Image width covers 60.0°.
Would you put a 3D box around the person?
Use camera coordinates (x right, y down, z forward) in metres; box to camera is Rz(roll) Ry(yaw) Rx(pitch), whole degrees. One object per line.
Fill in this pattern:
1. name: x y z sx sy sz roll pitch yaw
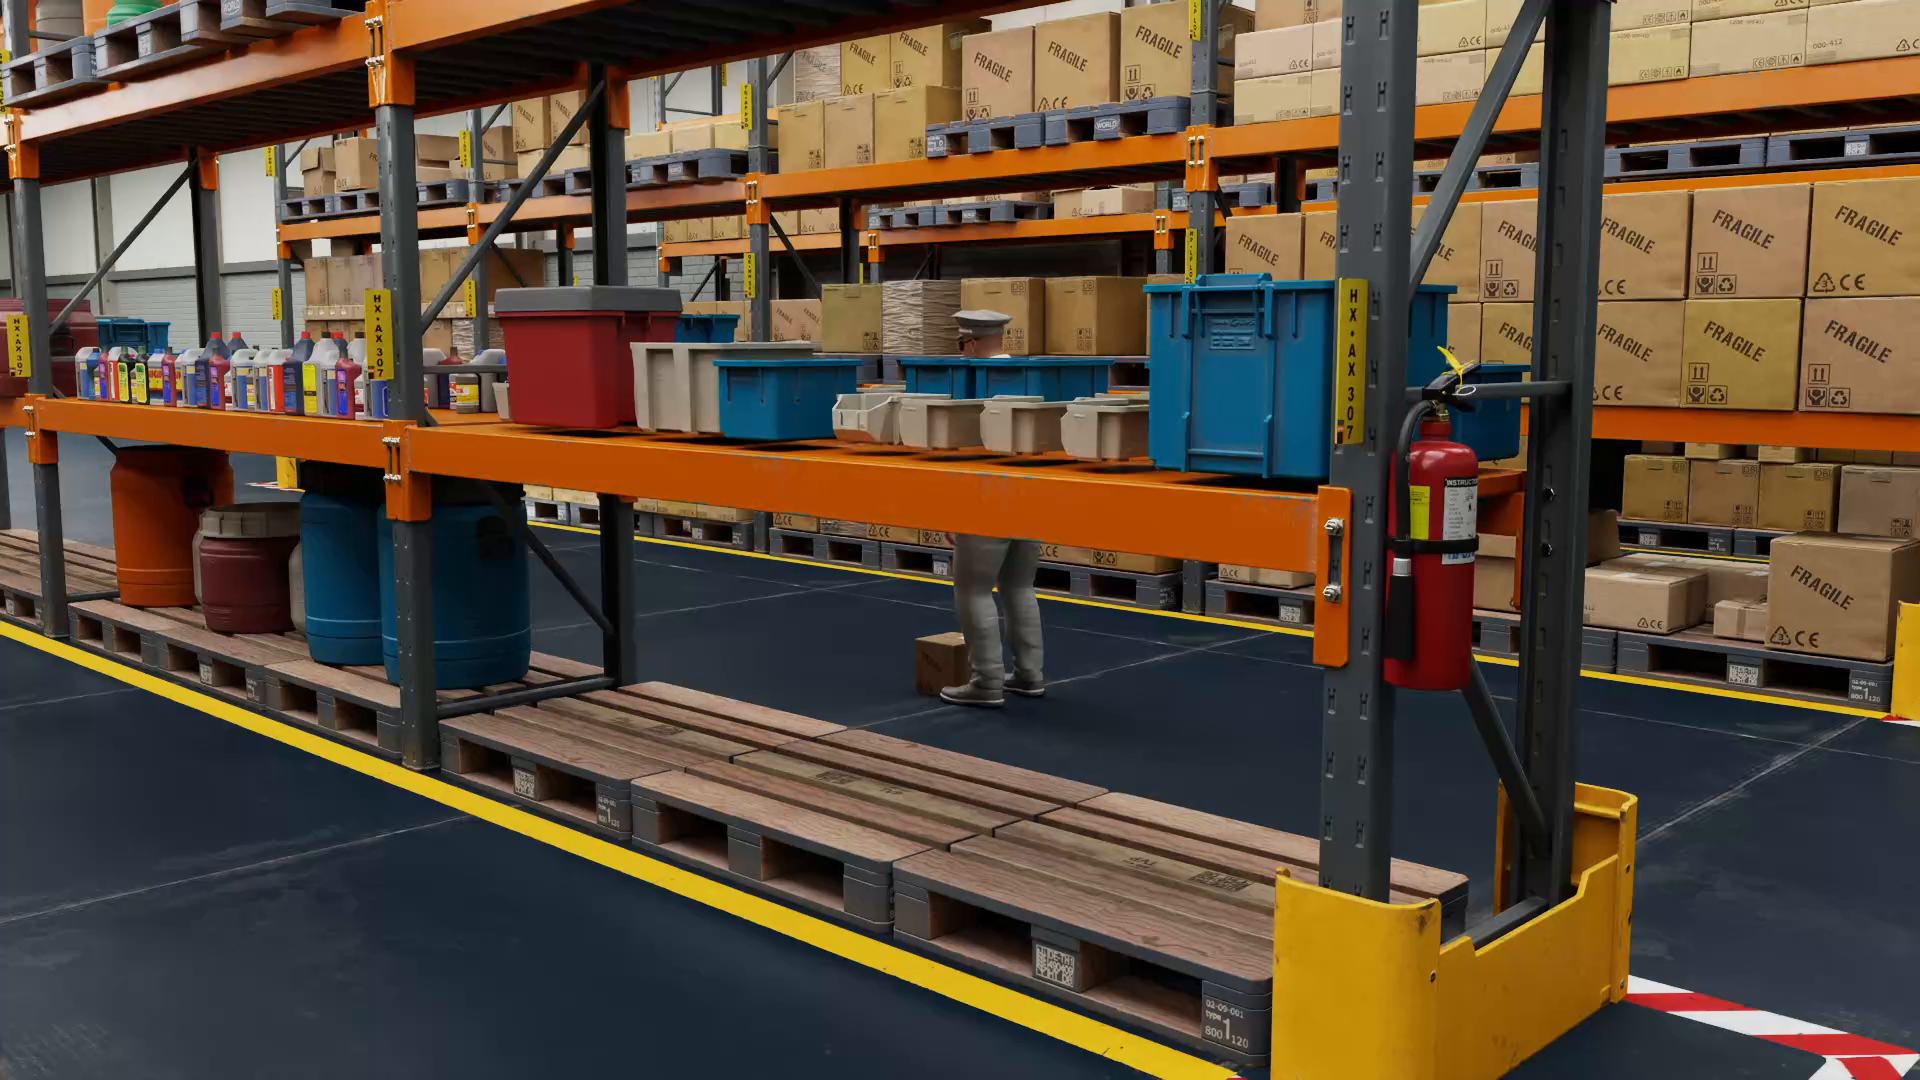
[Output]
1. person: 0.173 -0.145 7.405 0.434 1.749 0.585 7 10 44
